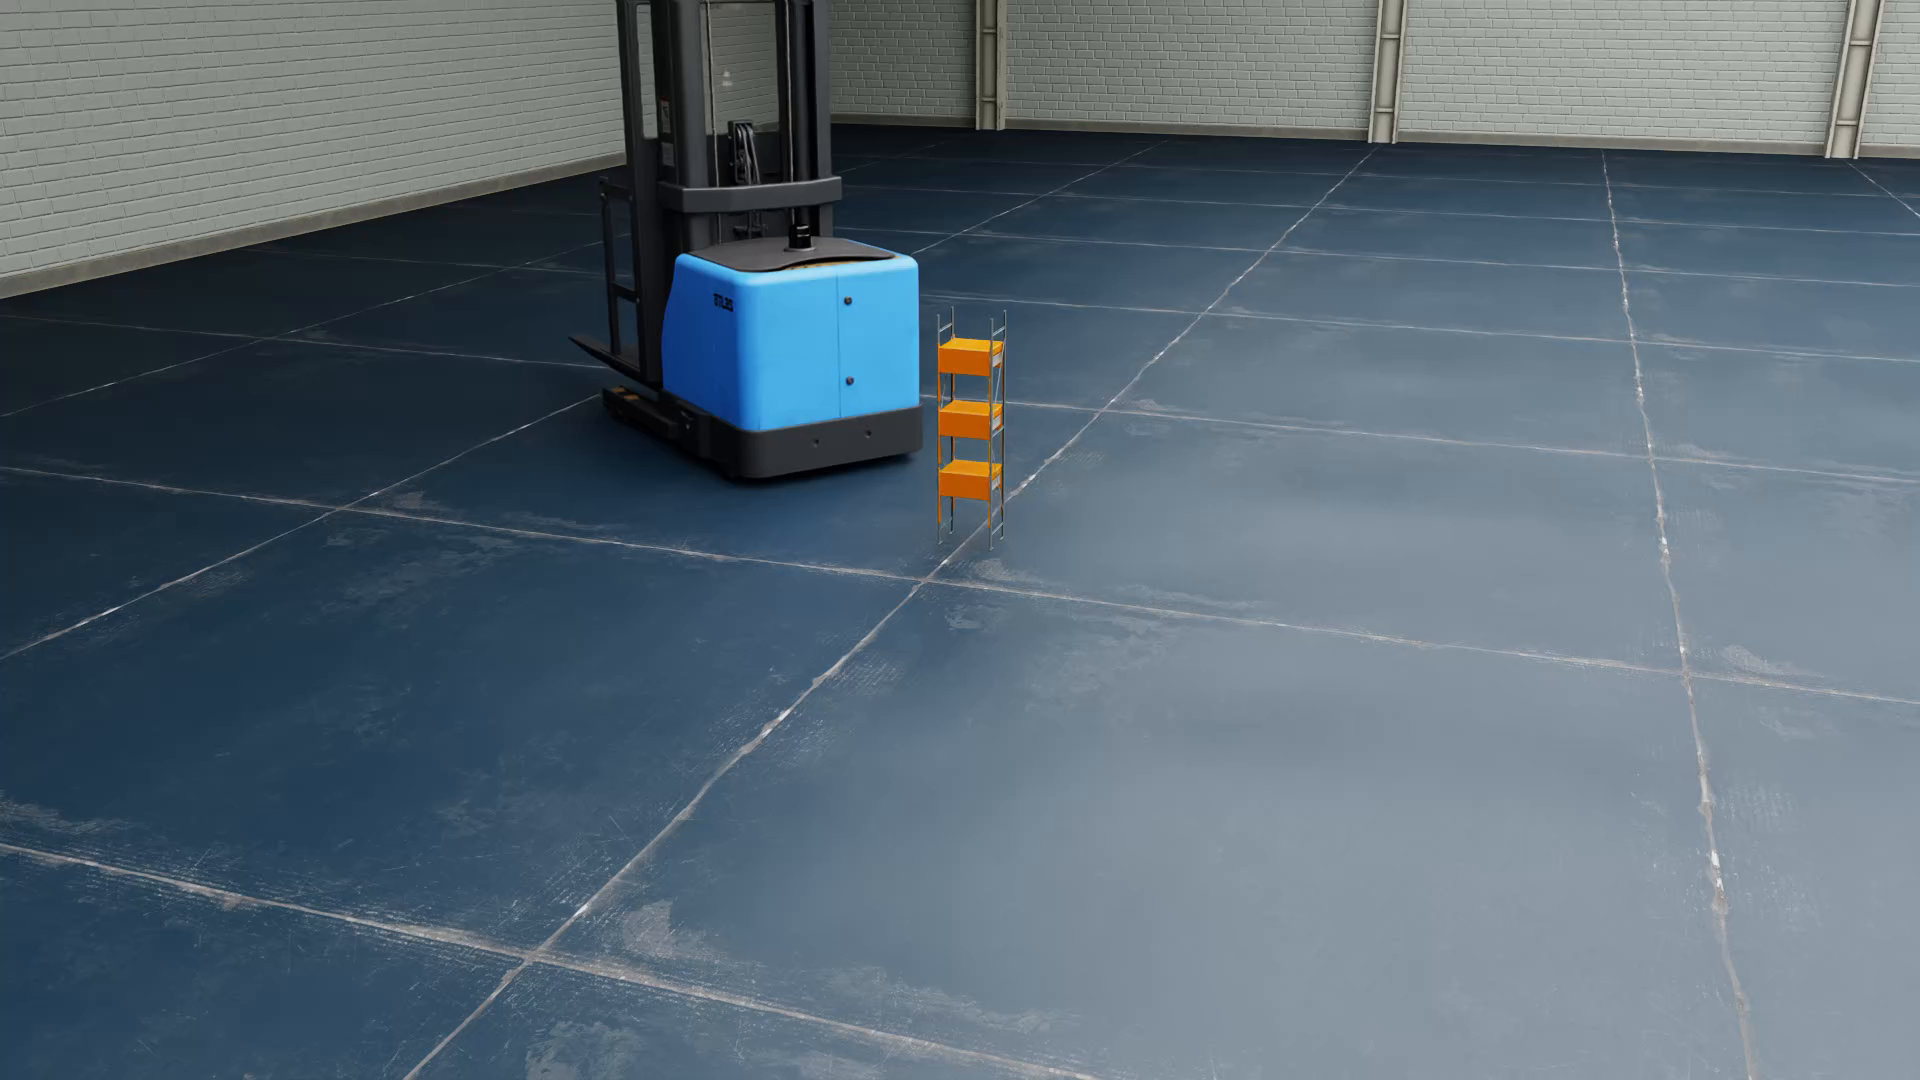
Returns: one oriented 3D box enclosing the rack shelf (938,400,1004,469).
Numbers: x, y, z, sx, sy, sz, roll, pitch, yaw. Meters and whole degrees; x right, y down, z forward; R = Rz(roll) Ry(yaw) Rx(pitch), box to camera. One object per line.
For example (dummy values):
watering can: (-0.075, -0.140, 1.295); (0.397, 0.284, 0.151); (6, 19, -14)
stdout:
rack shelf: (0.051, -0.480, 7.390); (0.240, 0.259, 0.215); (7, 20, 18)

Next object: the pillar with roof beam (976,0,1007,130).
pillar with roof beam: (-0.934, -9.349, 20.727); (0.400, 9.000, 9.100); (7, 20, 18)

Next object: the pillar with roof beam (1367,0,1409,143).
pillar with roof beam: (4.734, -8.701, 18.867); (0.400, 9.000, 9.100); (7, 20, 18)

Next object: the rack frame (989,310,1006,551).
rack frame: (0.166, -0.477, 7.349); (0.008, 1.050, 0.200); (7, 20, 18)

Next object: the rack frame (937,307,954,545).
rack frame: (-0.065, -0.503, 7.425); (0.008, 1.050, 0.200); (7, 20, 18)

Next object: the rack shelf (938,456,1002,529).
rack shelf: (0.051, -0.218, 7.482); (0.240, 0.259, 0.215); (7, 20, 18)

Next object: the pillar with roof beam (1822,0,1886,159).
pillar with roof beam: (10.401, -8.053, 17.008); (0.400, 9.000, 9.100); (7, 20, 18)

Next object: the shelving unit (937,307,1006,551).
shelving unit: (0.051, -0.490, 7.387); (0.252, 1.050, 0.215); (7, 20, 18)

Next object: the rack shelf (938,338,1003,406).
rack shelf: (0.051, -0.748, 7.297); (0.240, 0.259, 0.215); (7, 20, 18)

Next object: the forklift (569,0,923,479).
forklift: (-1.412, -2.121, 9.208); (1.130, 2.935, 3.031); (-12, 22, -30)
